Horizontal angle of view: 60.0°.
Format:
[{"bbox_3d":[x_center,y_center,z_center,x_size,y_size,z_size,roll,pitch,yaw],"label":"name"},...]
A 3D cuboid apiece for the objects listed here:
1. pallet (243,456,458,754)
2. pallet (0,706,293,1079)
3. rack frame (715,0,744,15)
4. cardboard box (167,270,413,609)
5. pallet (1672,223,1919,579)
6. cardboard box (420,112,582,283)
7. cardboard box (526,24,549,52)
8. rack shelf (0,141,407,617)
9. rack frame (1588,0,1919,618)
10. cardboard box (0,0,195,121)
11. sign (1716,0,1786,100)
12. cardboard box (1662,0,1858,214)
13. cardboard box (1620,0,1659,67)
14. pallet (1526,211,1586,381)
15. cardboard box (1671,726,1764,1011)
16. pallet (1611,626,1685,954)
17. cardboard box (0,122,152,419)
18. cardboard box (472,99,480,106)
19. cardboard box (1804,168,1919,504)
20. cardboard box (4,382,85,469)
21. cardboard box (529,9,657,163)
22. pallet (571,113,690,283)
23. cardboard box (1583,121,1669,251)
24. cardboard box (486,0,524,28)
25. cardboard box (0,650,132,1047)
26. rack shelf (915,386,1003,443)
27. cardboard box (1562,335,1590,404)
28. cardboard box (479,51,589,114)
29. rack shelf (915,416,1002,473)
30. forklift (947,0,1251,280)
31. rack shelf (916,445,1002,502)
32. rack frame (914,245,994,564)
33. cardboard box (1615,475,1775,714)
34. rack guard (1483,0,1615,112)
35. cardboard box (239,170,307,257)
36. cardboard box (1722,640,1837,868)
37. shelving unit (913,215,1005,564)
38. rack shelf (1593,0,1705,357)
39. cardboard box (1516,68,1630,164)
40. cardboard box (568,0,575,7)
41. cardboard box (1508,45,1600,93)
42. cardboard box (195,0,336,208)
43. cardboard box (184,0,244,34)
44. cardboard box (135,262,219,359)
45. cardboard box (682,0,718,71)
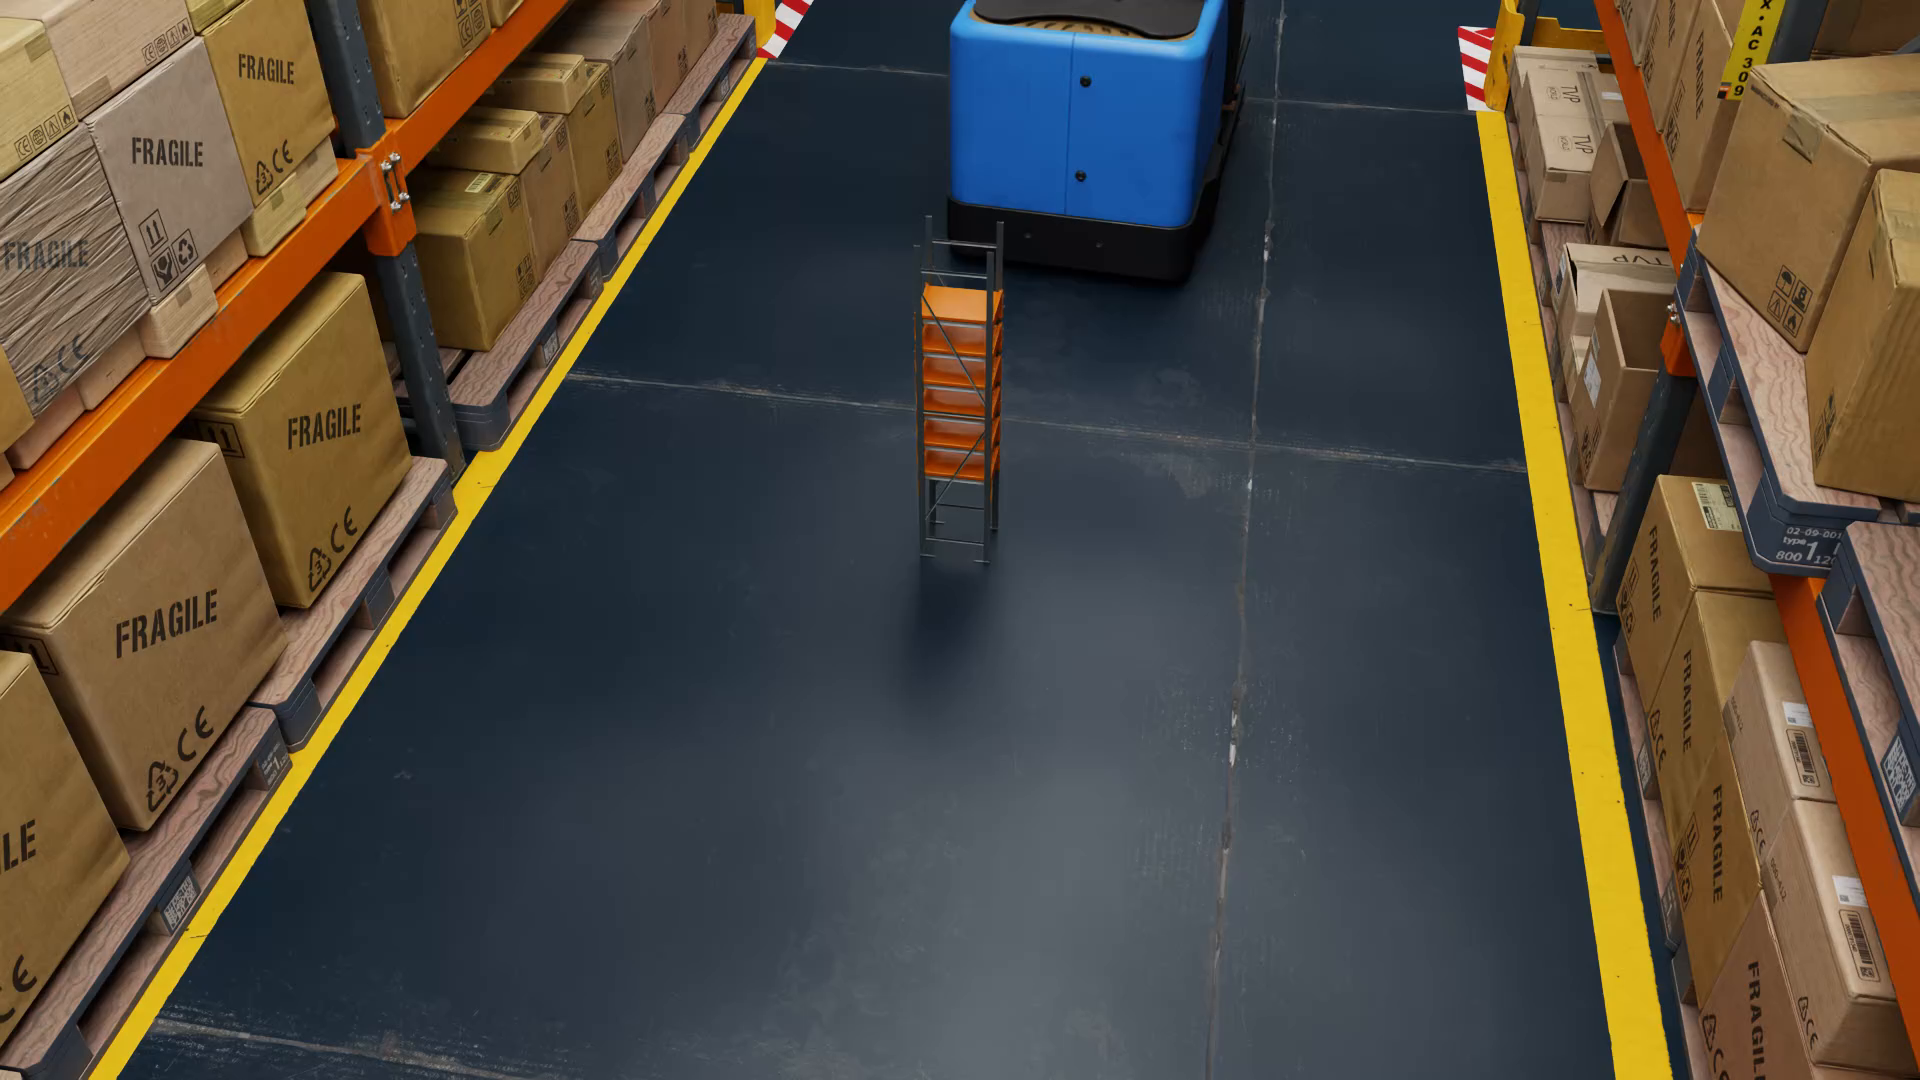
[{"bbox_3d":[-2.362,0.128,5.429,1.003,0.211,1.213,6,40,8],"label":"pallet"},{"bbox_3d":[-2.571,0.896,4.501,1.003,0.211,1.213,6,40,8],"label":"pallet"},{"bbox_3d":[-1.611,-3.949,8.173,1.000,3.000,0.127,6,40,8],"label":"rack frame"},{"bbox_3d":[-2.288,-0.350,5.177,0.750,0.750,0.750,7,40,8],"label":"cardboard box"},{"bbox_3d":[2.331,-0.332,3.948,1.003,0.211,1.213,6,40,8],"label":"pallet"},{"bbox_3d":[-1.983,-1.411,6.734,0.700,0.500,0.500,6,40,7],"label":"cardboard box"},{"bbox_3d":[-2.027,-2.252,7.243,0.380,0.149,0.250,7,40,8],"label":"cardboard box"},{"bbox_3d":[-2.649,0.093,3.848,1.077,0.370,4.000,6,40,8],"label":"rack shelf"},{"bbox_3d":[2.576,-0.895,4.479,1.000,3.000,0.127,6,40,8],"label":"rack frame"},{"bbox_3d":[-2.230,-1.248,3.989,0.500,0.250,0.500,7,40,9],"label":"cardboard box"},{"bbox_3d":[2.041,-1.284,4.269,0.100,0.325,0.005,6,40,8],"label":"sign"},{"bbox_3d":[2.410,-1.276,4.861,0.500,0.500,0.500,7,40,8],"label":"cardboard box"},{"bbox_3d":[2.585,-1.922,5.642,0.500,0.500,0.500,7,40,9],"label":"cardboard box"},{"bbox_3d":[2.905,-1.019,6.817,1.003,0.211,1.213,6,40,8],"label":"pallet"},{"bbox_3d":[2.078,0.824,4.016,0.500,0.500,0.500,7,40,8],"label":"cardboard box"},{"bbox_3d":[2.473,0.694,4.745,1.003,0.211,1.213,6,40,8],"label":"pallet"},{"bbox_3d":[-2.309,-0.647,3.851,0.500,0.500,0.500,6,40,8],"label":"cardboard box"},{"bbox_3d":[-2.159,-1.773,6.663,0.380,0.149,0.250,5,40,6],"label":"cardboard box"},{"bbox_3d":[2.218,-0.384,3.453,0.700,0.500,0.500,12,41,15],"label":"cardboard box"},{"bbox_3d":[-2.346,-0.314,3.957,0.380,0.149,0.250,5,40,6],"label":"cardboard box"},{"bbox_3d":[-1.806,-2.068,7.529,0.700,0.500,0.500,5,40,6],"label":"cardboard box"},{"bbox_3d":[-1.886,-1.601,7.521,1.003,0.211,1.213,6,40,8],"label":"pallet"},{"bbox_3d":[2.897,-1.282,6.561,0.797,0.503,0.637,6,40,8],"label":"cardboard box"},{"bbox_3d":[-2.061,-2.351,6.004,0.980,0.700,0.700,5,40,7],"label":"cardboard box"},{"bbox_3d":[-2.581,0.742,3.856,0.750,0.750,0.750,6,40,7],"label":"cardboard box"},{"bbox_3d":[-0.002,-0.419,5.385,0.258,0.103,0.180,6,40,8],"label":"rack shelf"},{"bbox_3d":[2.401,-0.597,6.010,0.380,0.149,0.250,6,40,8],"label":"cardboard box"},{"bbox_3d":[-1.744,-1.868,6.778,0.380,0.149,0.250,5,40,6],"label":"cardboard box"},{"bbox_3d":[-0.002,-0.327,5.461,0.258,0.103,0.180,6,40,8],"label":"rack shelf"},{"bbox_3d":[0.800,-3.164,7.277,1.130,2.935,3.031,9,40,11],"label":"forklift"},{"bbox_3d":[-0.002,-0.234,5.538,0.258,0.103,0.180,6,40,8],"label":"rack shelf"},{"bbox_3d":[-0.018,-0.396,5.287,0.240,1.200,0.006,6,40,8],"label":"rack frame"},{"bbox_3d":[2.253,0.175,4.800,0.500,0.500,0.500,5,40,6],"label":"cardboard box"},{"bbox_3d":[3.256,-2.395,8.254,1.175,0.500,0.348,6,40,8],"label":"rack guard"},{"bbox_3d":[-2.103,-0.946,4.721,0.380,0.149,0.250,7,40,8],"label":"cardboard box"},{"bbox_3d":[2.080,0.514,3.802,0.500,0.250,0.500,6,40,8],"label":"cardboard box"},{"bbox_3d":[-0.002,-0.453,5.357,0.258,1.200,0.189,6,40,8],"label":"shelving unit"},{"bbox_3d":[2.923,-1.873,6.226,1.077,0.370,4.000,6,40,8],"label":"rack shelf"},{"bbox_3d":[2.809,-1.892,7.497,0.500,0.250,0.500,6,40,8],"label":"cardboard box"},{"bbox_3d":[-1.940,-2.573,7.631,0.380,0.149,0.250,7,40,8],"label":"cardboard box"},{"bbox_3d":[2.858,-2.252,8.011,0.380,0.149,0.250,6,40,8],"label":"cardboard box"},{"bbox_3d":[-2.135,-1.282,4.620,0.500,0.500,0.500,6,40,7],"label":"cardboard box"},{"bbox_3d":[-2.132,-1.568,4.376,0.500,0.250,0.500,7,40,9],"label":"cardboard box"},{"bbox_3d":[-2.180,-0.616,4.322,0.380,0.149,0.250,6,40,8],"label":"cardboard box"},{"bbox_3d":[-1.634,-2.698,8.291,0.700,0.500,0.500,6,40,8],"label":"cardboard box"}]
